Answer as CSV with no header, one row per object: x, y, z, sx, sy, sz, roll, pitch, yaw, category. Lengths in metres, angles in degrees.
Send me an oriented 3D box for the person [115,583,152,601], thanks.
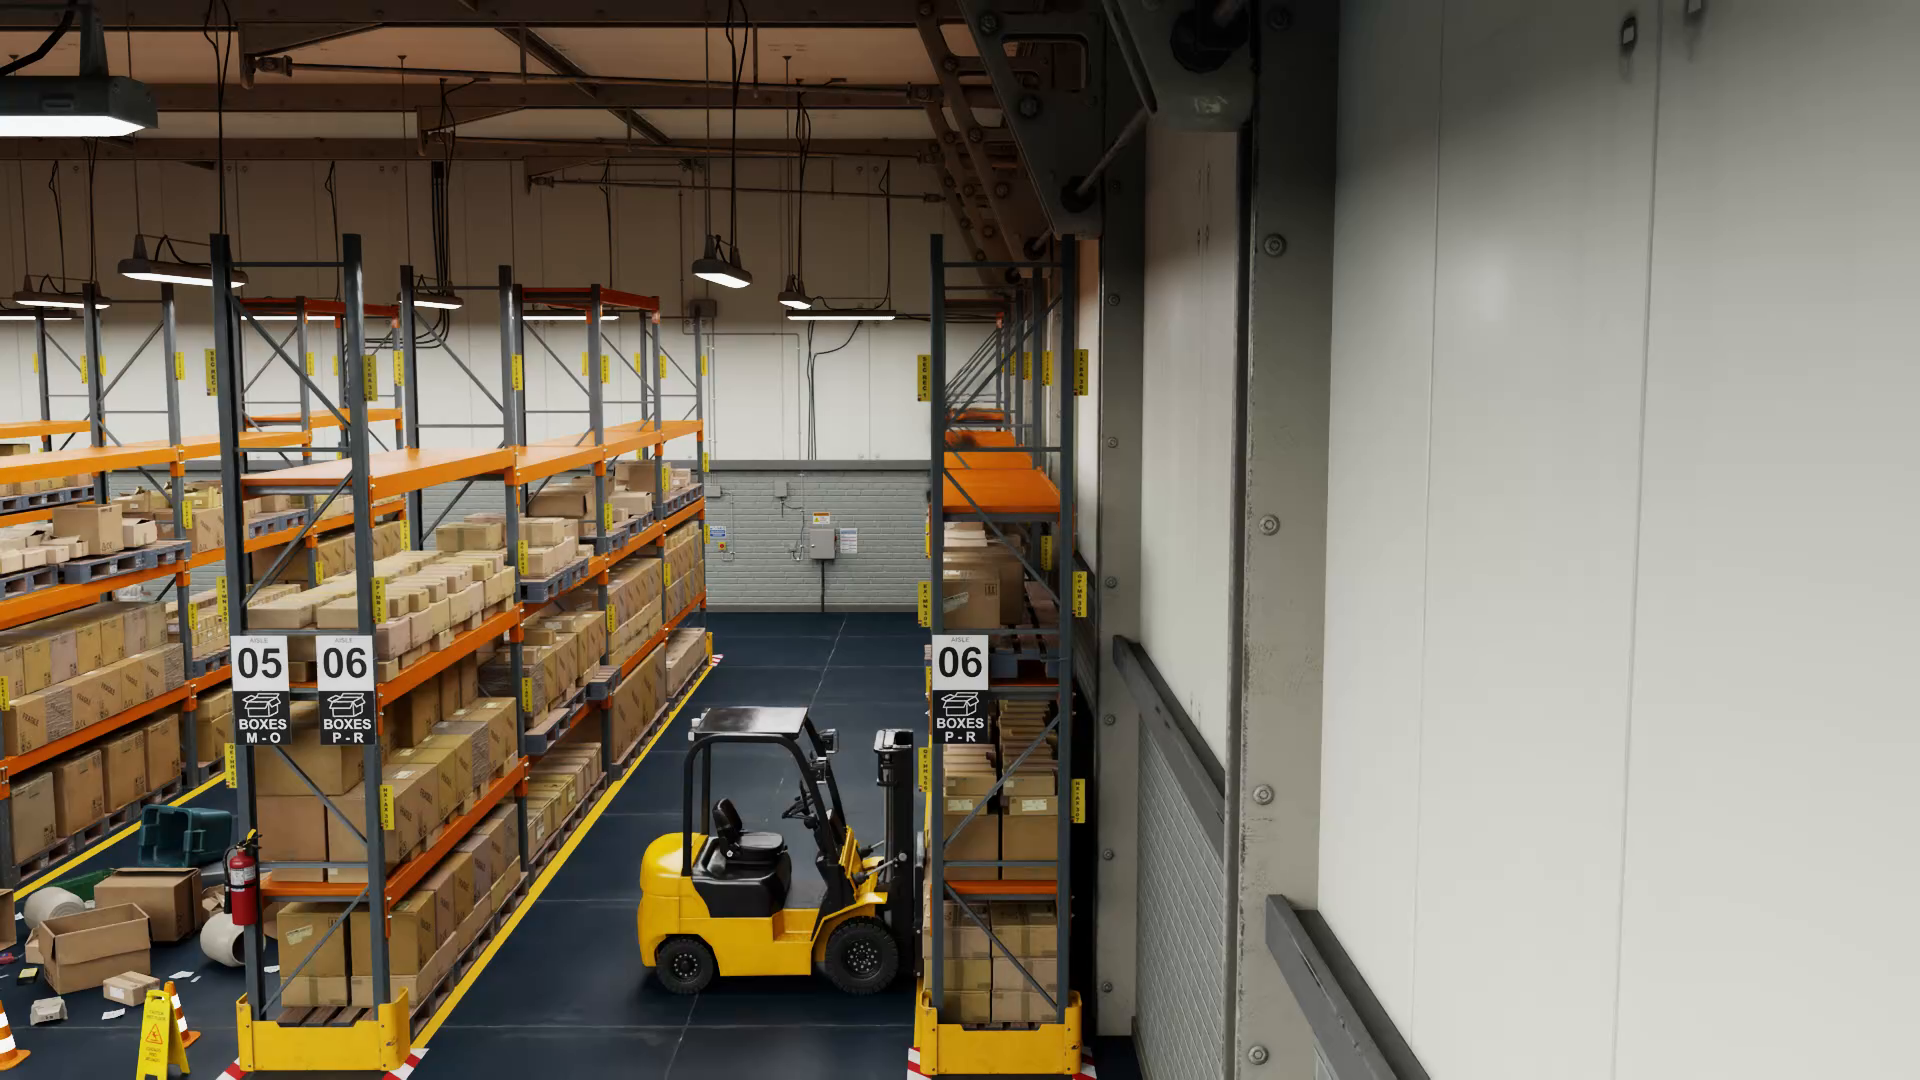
-14.437,1.138,29.001,0.601,1.651,0.591,1,6,11,person
